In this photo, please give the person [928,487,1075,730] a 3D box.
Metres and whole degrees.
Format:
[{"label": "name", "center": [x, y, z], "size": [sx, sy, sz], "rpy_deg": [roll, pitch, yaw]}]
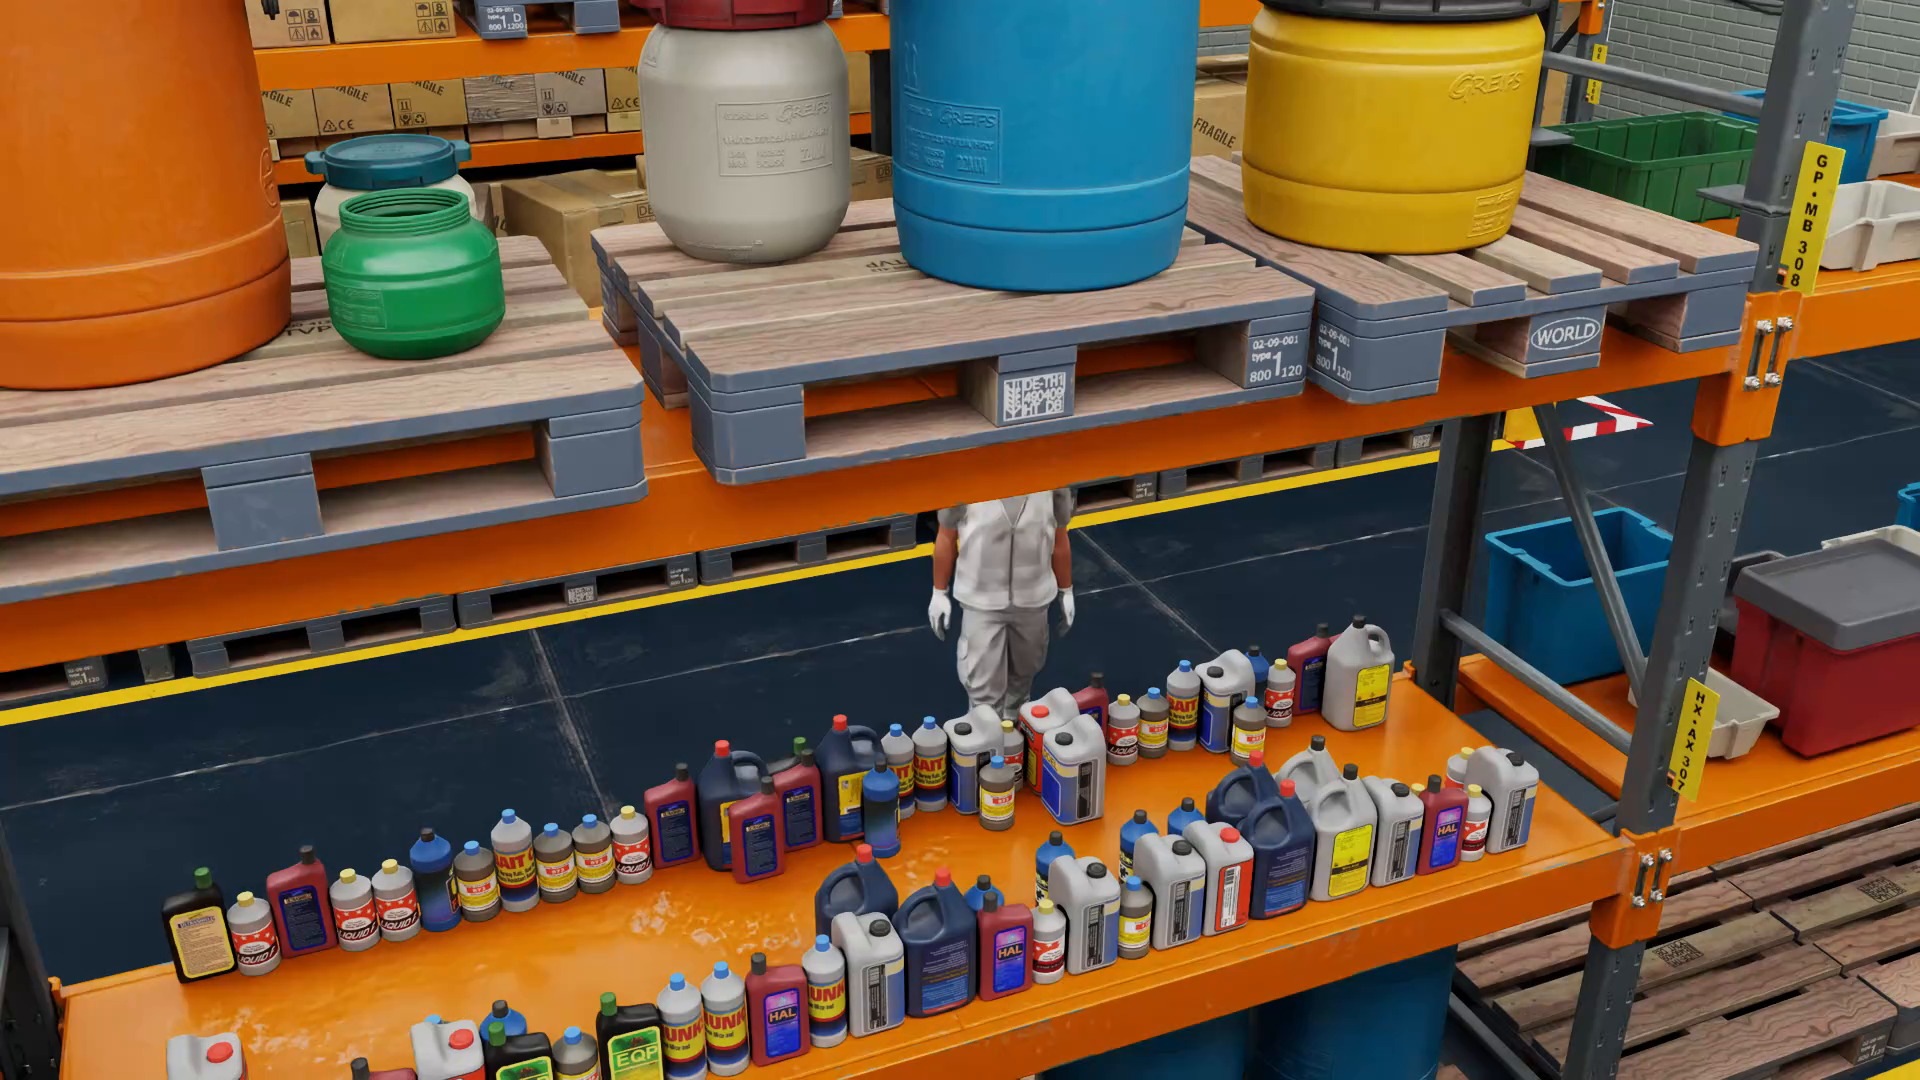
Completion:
[{"label": "person", "center": [0.190, 0.282, 6.498], "size": [0.589, 1.774, 0.763], "rpy_deg": [-4, 26, -9]}]
